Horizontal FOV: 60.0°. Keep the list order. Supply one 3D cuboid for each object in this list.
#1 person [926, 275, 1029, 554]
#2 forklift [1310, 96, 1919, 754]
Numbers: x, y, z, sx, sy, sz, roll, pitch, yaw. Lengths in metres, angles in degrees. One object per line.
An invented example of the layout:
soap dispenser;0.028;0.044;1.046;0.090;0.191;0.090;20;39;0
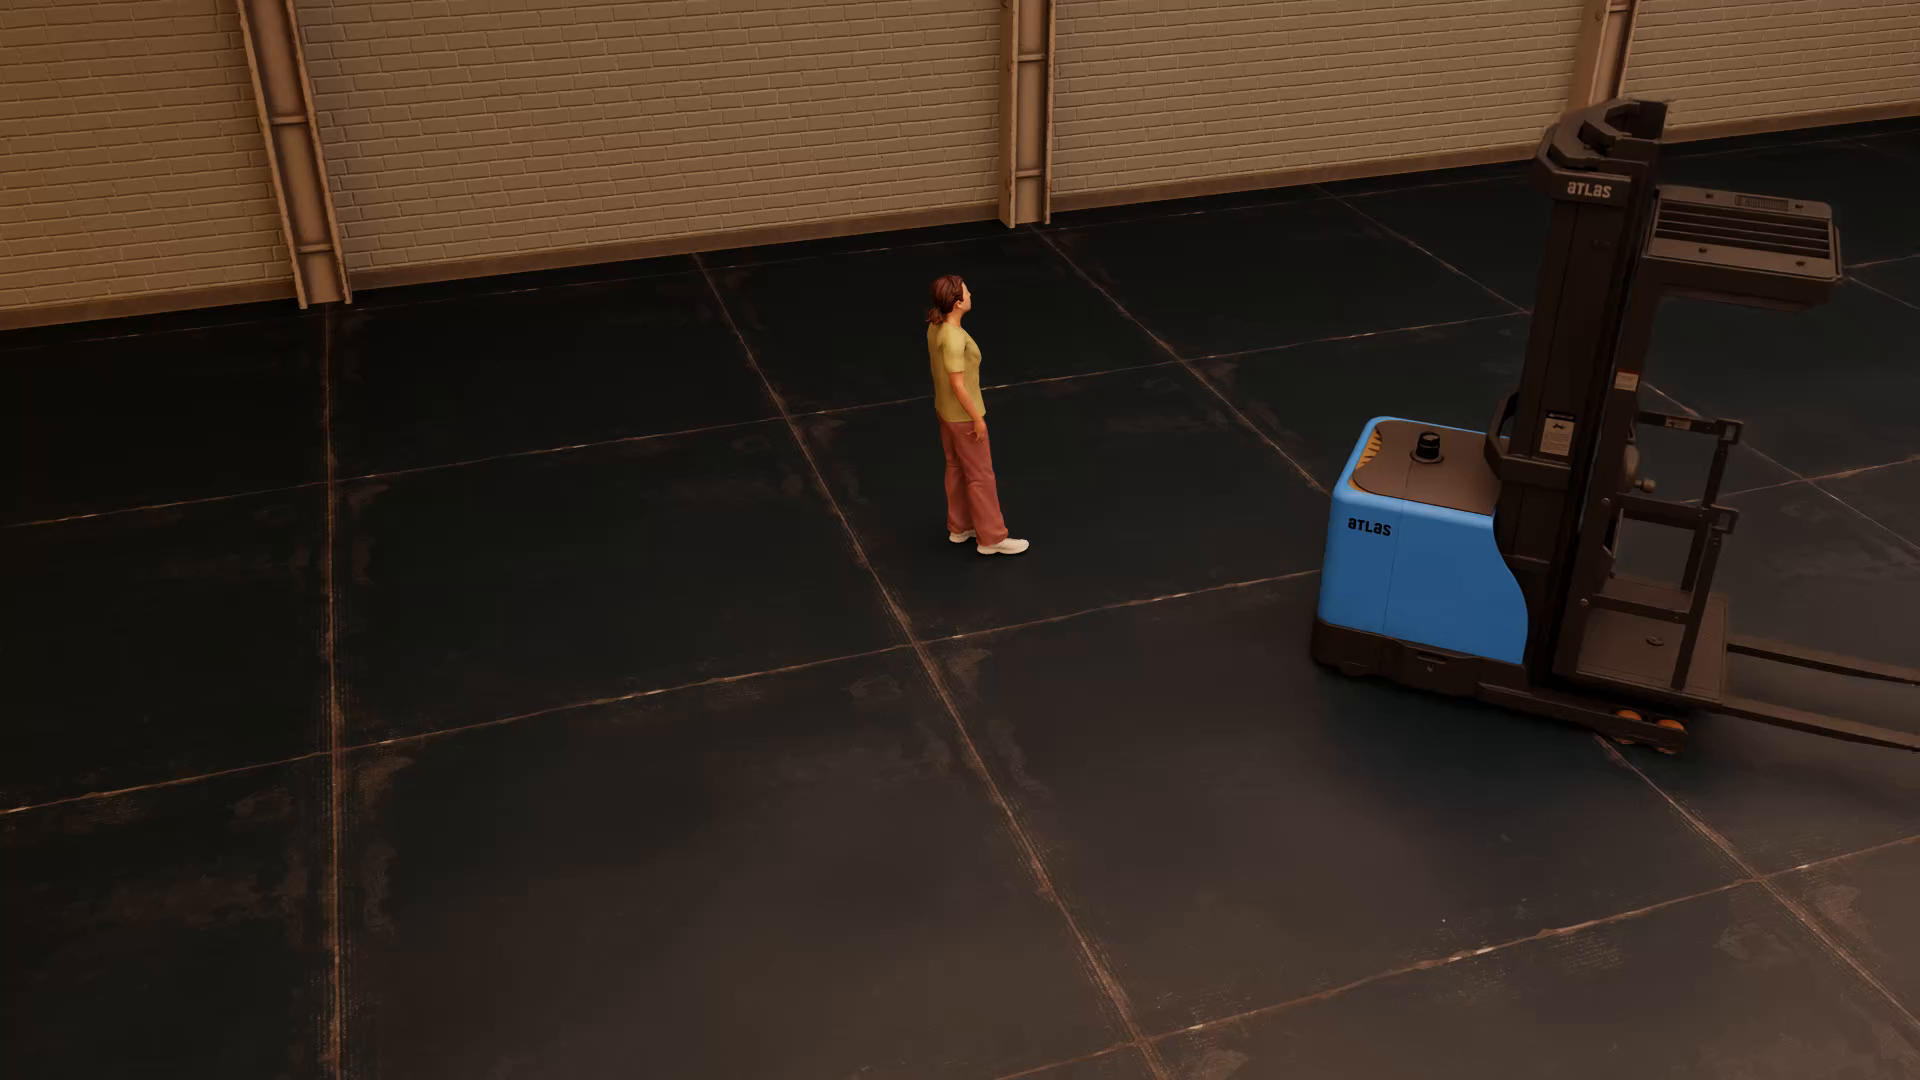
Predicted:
person;0.073;-0.733;9.619;0.549;1.662;0.555;-10;31;-16
forklift;3.426;-0.520;7.991;3.031;2.935;1.130;12;32;20
